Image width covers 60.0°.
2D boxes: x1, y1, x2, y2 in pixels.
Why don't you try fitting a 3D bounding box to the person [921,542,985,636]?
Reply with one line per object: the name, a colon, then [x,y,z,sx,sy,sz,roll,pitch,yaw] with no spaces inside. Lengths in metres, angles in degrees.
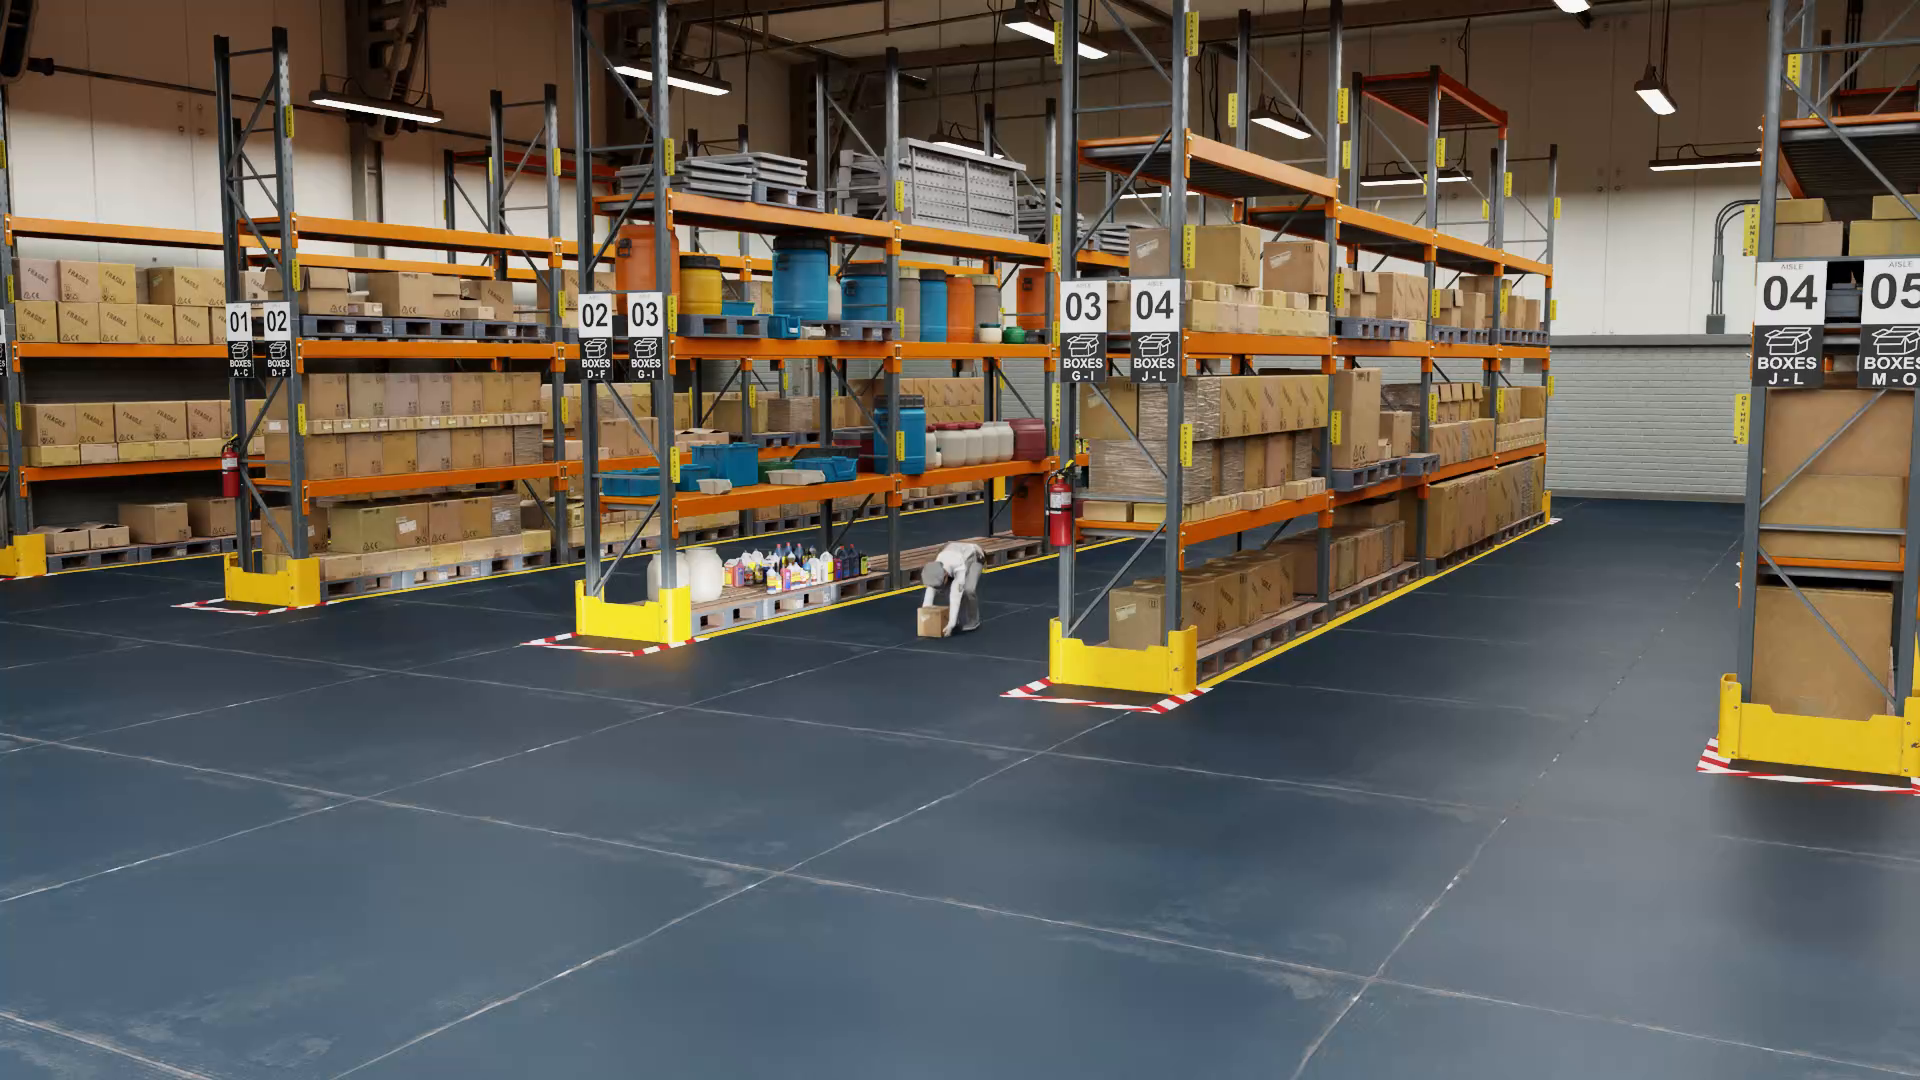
person: [-0.069,0.464,15.979,0.469,0.842,0.890,3,7,26]
